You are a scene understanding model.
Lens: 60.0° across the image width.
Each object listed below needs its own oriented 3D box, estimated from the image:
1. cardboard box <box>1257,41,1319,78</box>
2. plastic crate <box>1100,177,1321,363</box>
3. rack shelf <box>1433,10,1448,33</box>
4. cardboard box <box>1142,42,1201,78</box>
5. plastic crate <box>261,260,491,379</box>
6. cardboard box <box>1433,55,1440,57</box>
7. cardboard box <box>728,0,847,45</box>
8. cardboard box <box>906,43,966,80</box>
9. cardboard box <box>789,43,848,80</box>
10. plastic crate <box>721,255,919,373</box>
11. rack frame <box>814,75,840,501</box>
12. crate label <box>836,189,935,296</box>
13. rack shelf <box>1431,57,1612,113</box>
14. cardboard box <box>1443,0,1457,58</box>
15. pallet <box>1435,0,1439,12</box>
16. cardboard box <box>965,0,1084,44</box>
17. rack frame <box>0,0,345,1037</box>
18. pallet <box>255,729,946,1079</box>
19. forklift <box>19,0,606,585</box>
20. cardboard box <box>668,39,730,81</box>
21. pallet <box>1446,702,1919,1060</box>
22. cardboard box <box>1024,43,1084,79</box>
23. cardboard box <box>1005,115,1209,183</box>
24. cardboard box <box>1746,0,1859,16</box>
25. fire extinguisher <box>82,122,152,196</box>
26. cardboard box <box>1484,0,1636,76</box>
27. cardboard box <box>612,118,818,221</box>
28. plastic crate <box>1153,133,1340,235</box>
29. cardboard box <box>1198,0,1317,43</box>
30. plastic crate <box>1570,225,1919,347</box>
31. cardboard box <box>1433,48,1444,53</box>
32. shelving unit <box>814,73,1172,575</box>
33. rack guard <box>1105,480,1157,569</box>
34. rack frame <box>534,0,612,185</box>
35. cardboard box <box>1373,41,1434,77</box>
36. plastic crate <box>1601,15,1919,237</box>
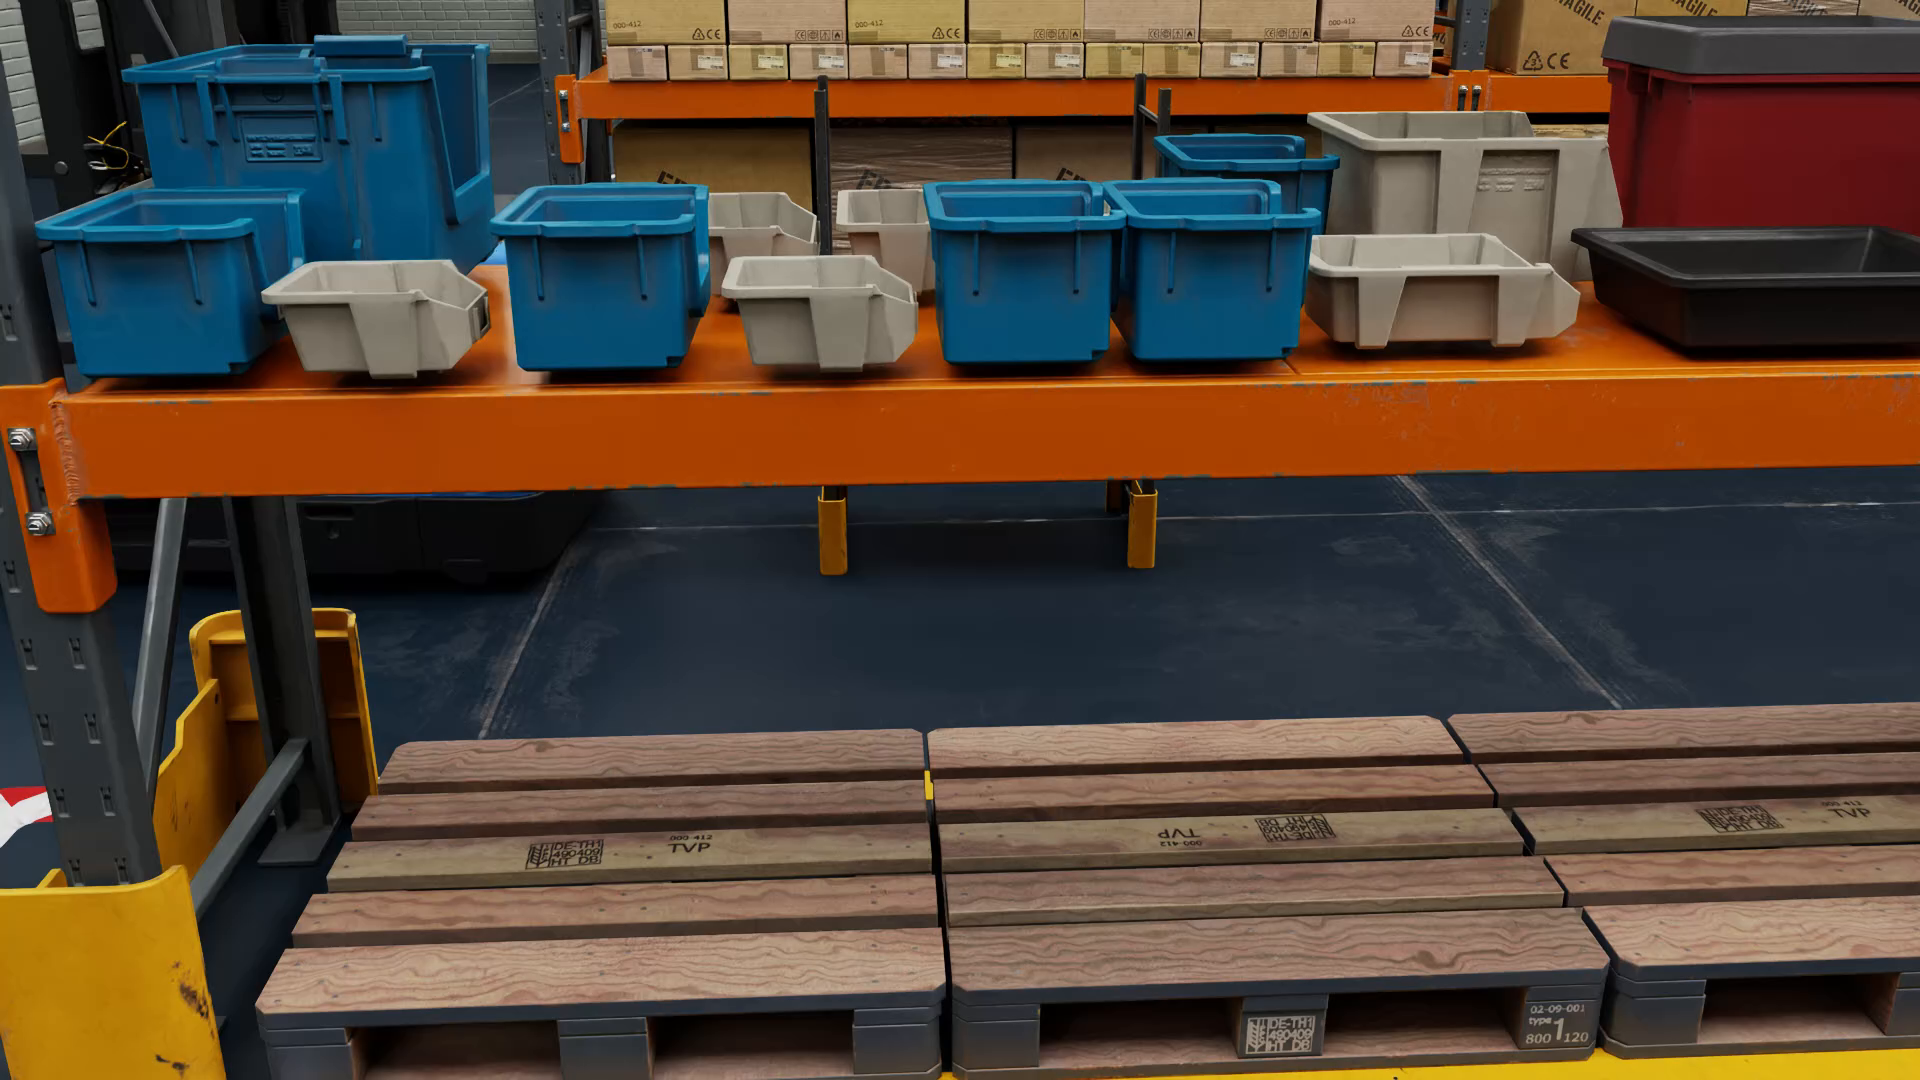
[{"bbox_3d":[1.428,-2.164,7.443,0.250,0.149,0.380,-2,21,-4],"label":"cardboard box"},{"bbox_3d":[0.396,-0.445,2.725,0.300,0.233,0.416,-1,21,-3],"label":"plastic crate"},{"bbox_3d":[4.041,-3.883,12.616,4.000,0.370,1.077,-1,21,-3],"label":"rack shelf"},{"bbox_3d":[0.914,-2.154,7.415,0.250,0.149,0.380,-1,21,-2],"label":"cardboard box"},{"bbox_3d":[-0.893,-0.344,2.595,0.298,0.136,0.250,-1,21,-3],"label":"plastic crate"},{"bbox_3d":[3.329,-3.490,12.441,0.500,0.250,0.500,-1,21,-2],"label":"cardboard box"},{"bbox_3d":[-0.753,-2.329,7.316,0.500,0.250,0.500,-1,21,-4],"label":"cardboard box"},{"bbox_3d":[-0.110,-2.133,7.361,0.250,0.149,0.380,-1,21,-4],"label":"cardboard box"},{"bbox_3d":[-0.621,-2.123,7.334,0.250,0.149,0.380,-1,21,-4],"label":"cardboard box"},{"bbox_3d":[-0.216,-0.358,2.631,0.298,0.136,0.250,-1,21,-3],"label":"plastic crate"},{"bbox_3d":[-0.422,-0.692,5.332,0.032,1.500,0.500,-1,21,-3],"label":"rack frame"},{"bbox_3d":[-0.113,-0.575,3.201,0.243,0.136,0.396,-1,21,-3],"label":"crate label"},{"bbox_3d":[4.224,-2.119,7.983,4.000,0.370,1.077,-1,21,-3],"label":"rack shelf"},{"bbox_3d":[2.678,-2.568,8.010,0.500,0.500,0.500,-1,21,-3],"label":"cardboard box"},{"bbox_3d":[2.816,-4.053,12.320,1.213,0.211,1.003,-1,21,-3],"label":"pallet"},{"bbox_3d":[0.269,-2.351,7.372,0.500,0.250,0.500,-2,21,-4],"label":"cardboard box"},{"bbox_3d":[-1.484,-0.574,2.913,0.127,3.000,1.000,-1,21,-3],"label":"rack frame"},{"bbox_3d":[-0.658,0.726,3.417,1.213,0.211,1.003,-1,21,-3],"label":"pallet"},{"bbox_3d":[-2.774,-1.409,5.202,3.031,2.935,1.130,1,21,2],"label":"forklift"},{"bbox_3d":[-1.137,-2.112,7.305,0.250,0.149,0.380,-1,21,-4],"label":"cardboard box"},{"bbox_3d":[1.778,0.677,3.547,1.213,0.211,1.003,-1,21,-3],"label":"pallet"},{"bbox_3d":[0.404,-2.144,7.389,0.250,0.149,0.380,-1,21,-2],"label":"cardboard box"},{"bbox_3d":[0.665,-1.615,8.043,0.875,0.875,0.875,-1,21,-3],"label":"cardboard box"},{"bbox_3d":[3.702,-2.403,7.575,0.500,0.500,0.500,-2,21,-4],"label":"cardboard box"},{"bbox_3d":[-1.660,-0.522,3.409,0.183,0.674,0.296,-1,21,-3],"label":"fire extinguisher"},{"bbox_3d":[2.701,-2.382,7.521,0.500,0.500,0.500,-1,21,-3],"label":"cardboard box"},{"bbox_3d":[-1.132,-1.578,7.947,0.875,0.875,0.875,-1,21,-3],"label":"cardboard box"},{"bbox_3d":[0.552,-0.657,3.281,0.300,0.233,0.416,-1,21,-3],"label":"plastic crate"},{"bbox_3d":[1.285,-2.370,7.423,0.500,0.250,0.500,-1,21,-1],"label":"cardboard box"},{"bbox_3d":[1.408,-0.437,2.854,0.590,0.125,0.437,-1,21,-3],"label":"plastic crate"},{"bbox_3d":[3.815,-3.684,12.950,0.500,0.250,0.500,-2,21,-5],"label":"cardboard box"},{"bbox_3d":[0.076,-0.702,5.358,1.083,1.500,0.587,-1,21,-3],"label":"shelving unit"},{"bbox_3d":[0.573,-0.128,5.607,0.087,0.250,0.587,-1,21,-3],"label":"rack guard"},{"bbox_3d":[-1.766,-2.334,7.534,0.127,3.000,1.000,-1,21,-3],"label":"rack frame"},{"bbox_3d":[1.941,-2.175,7.471,0.250,0.149,0.380,-1,21,-3],"label":"cardboard box"},{"bbox_3d":[1.604,-0.784,3.291,0.583,0.464,0.402,-1,21,-3],"label":"plastic crate"}]
